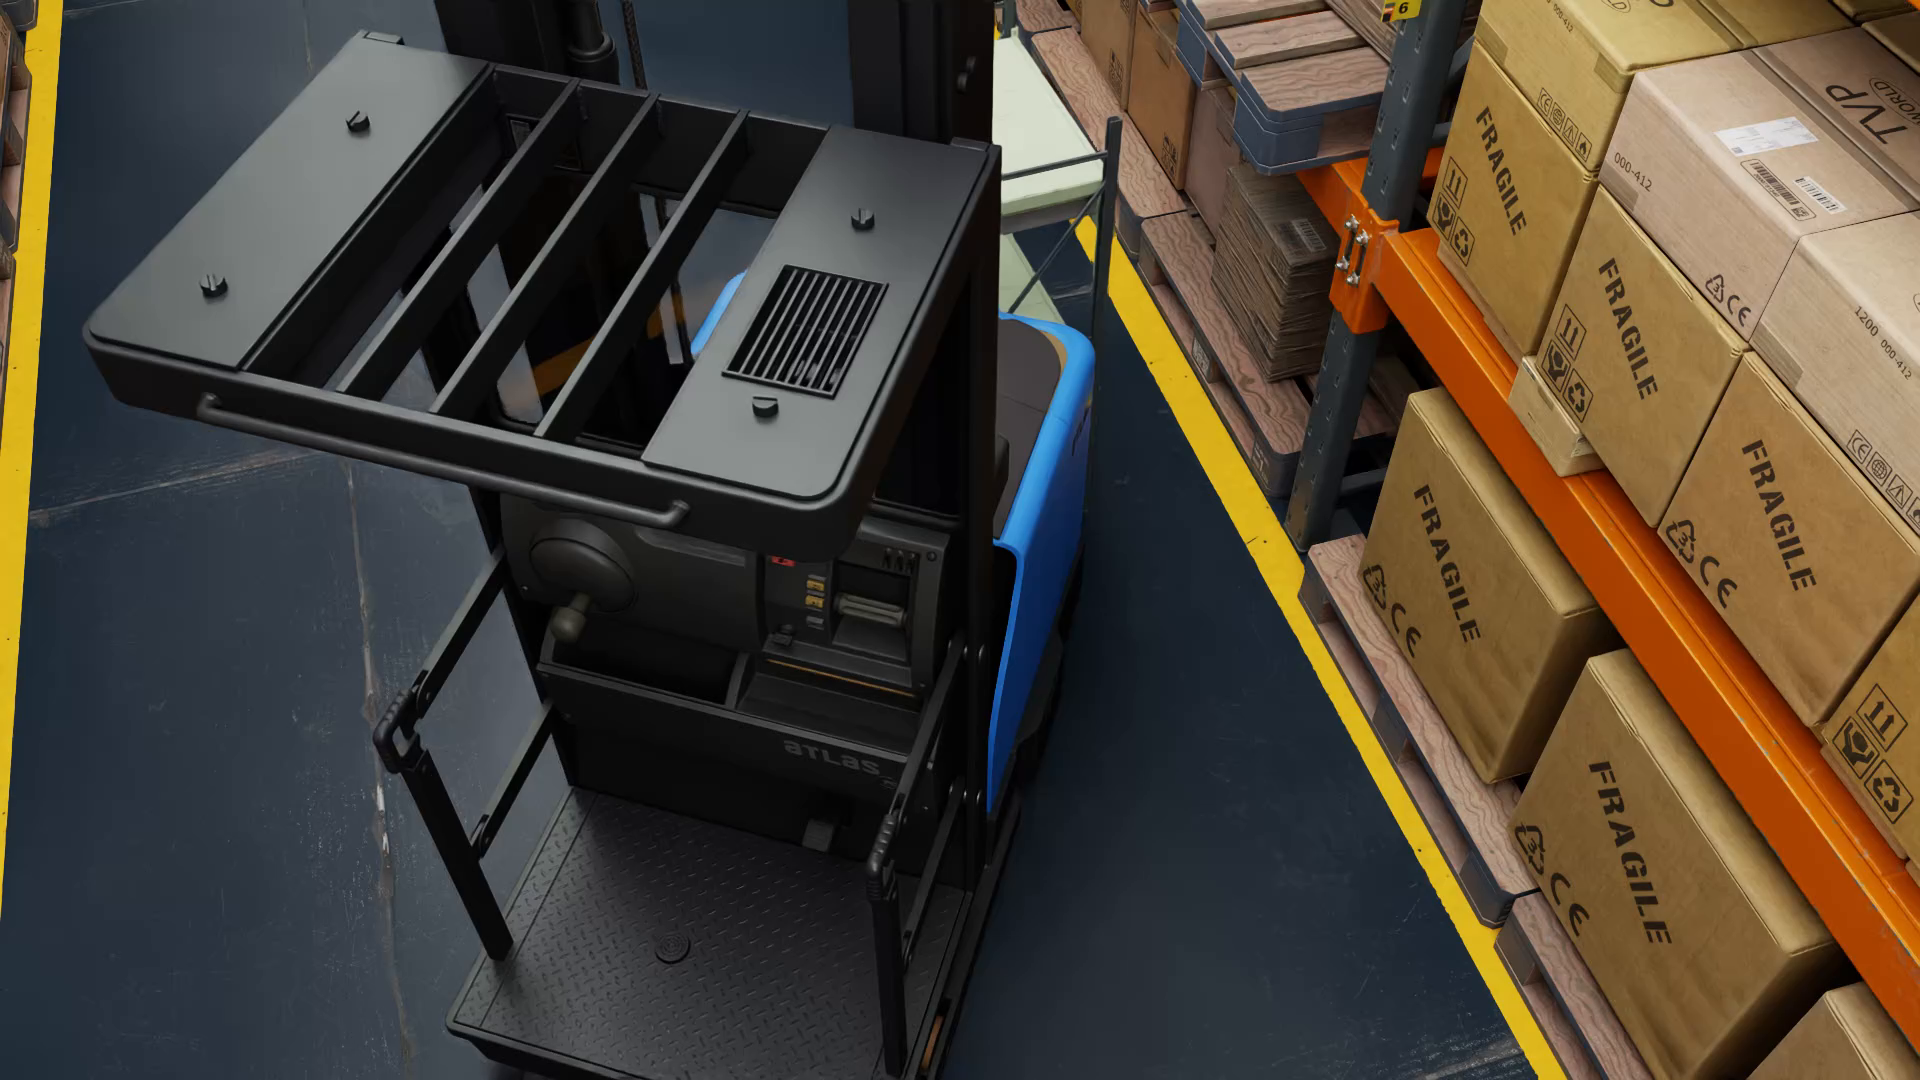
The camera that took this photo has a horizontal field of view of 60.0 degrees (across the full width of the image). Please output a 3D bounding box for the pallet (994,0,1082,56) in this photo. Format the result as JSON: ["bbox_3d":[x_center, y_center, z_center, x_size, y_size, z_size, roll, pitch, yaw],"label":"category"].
[{"bbox_3d":[0.571,-2.531,7.246,1.003,0.211,1.213,-13,51,-11],"label":"pallet"}]

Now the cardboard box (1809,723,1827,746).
[{"bbox_3d":[1.806,0.224,3.251,0.380,0.149,0.250,-13,51,-10],"label":"cardboard box"}]

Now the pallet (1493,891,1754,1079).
[{"bbox_3d":[2.041,1.304,4.013,1.003,0.211,1.213,-13,51,-11],"label":"pallet"}]

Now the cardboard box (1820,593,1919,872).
[{"bbox_3d":[1.875,0.327,2.740,0.500,0.500,0.500,-12,51,-10],"label":"cardboard box"}]

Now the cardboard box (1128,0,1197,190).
[{"bbox_3d":[1.045,-1.686,6.057,0.700,0.500,0.500,-14,51,-11],"label":"cardboard box"}]

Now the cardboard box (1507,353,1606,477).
[{"bbox_3d":[1.463,-0.311,3.701,0.380,0.149,0.250,-12,51,-10],"label":"cardboard box"}]

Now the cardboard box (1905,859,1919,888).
[{"bbox_3d":[1.934,0.602,2.932,0.380,0.149,0.250,-12,51,-10],"label":"cardboard box"}]

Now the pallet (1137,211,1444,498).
[{"bbox_3d":[1.293,-0.749,5.744,1.003,0.211,1.213,-13,51,-11],"label":"pallet"}]

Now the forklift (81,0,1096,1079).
[{"bbox_3d":[-0.542,0.177,3.184,1.130,2.935,3.031,13,51,11],"label":"forklift"}]

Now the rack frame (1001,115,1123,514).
[{"bbox_3d":[0.218,-0.529,4.715,0.400,1.500,0.023,-16,52,-13],"label":"rack frame"}]

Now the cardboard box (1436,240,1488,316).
[{"bbox_3d":[1.399,-0.710,4.038,0.380,0.149,0.250,-14,51,-12],"label":"cardboard box"}]

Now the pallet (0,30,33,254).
[{"bbox_3d":[-4.136,-1.448,6.332,1.003,0.211,1.213,-13,51,-11],"label":"pallet"}]

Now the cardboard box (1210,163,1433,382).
[{"bbox_3d":[1.260,-0.927,5.417,0.700,0.500,0.500,-13,51,-10],"label":"cardboard box"}]

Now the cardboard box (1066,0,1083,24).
[{"bbox_3d":[0.774,-2.435,6.688,0.700,0.500,0.500,-14,51,-12],"label":"cardboard box"}]

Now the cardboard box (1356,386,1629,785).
[{"bbox_3d":[1.615,0.047,4.380,0.750,0.750,0.750,-14,51,-11],"label":"cardboard box"}]

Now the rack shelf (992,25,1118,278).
[{"bbox_3d":[0.093,-1.043,4.638,0.431,0.370,0.720,-16,52,-13],"label":"rack shelf"}]

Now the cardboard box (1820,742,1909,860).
[{"bbox_3d":[1.863,0.408,3.095,0.380,0.149,0.250,-13,51,-11],"label":"cardboard box"}]

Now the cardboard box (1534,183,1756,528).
[{"bbox_3d":[1.568,-0.414,3.364,0.500,0.500,0.500,-12,51,-10],"label":"cardboard box"}]

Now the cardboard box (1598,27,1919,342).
[{"bbox_3d":[1.570,-0.671,3.090,0.500,0.250,0.500,-14,51,-11],"label":"cardboard box"}]

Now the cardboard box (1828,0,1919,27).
[{"bbox_3d":[1.904,-1.181,3.520,0.500,0.250,0.500,-12,51,-10],"label":"cardboard box"}]

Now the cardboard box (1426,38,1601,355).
[{"bbox_3d":[1.422,-0.799,3.689,0.500,0.500,0.500,-12,51,-10],"label":"cardboard box"}]

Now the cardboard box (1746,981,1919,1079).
[{"bbox_3d":[2.123,1.308,3.317,0.750,0.750,0.750,-12,51,-10],"label":"cardboard box"}]

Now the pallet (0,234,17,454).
[{"bbox_3d":[-3.772,-0.555,5.580,1.003,0.211,1.213,-13,51,-11],"label":"pallet"}]

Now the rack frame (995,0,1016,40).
[{"bbox_3d":[-0.033,-1.055,5.158,0.400,1.500,0.023,-16,52,-13],"label":"rack frame"}]

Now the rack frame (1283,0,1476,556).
[{"bbox_3d":[1.523,-1.077,4.196,1.000,3.000,0.127,-13,51,-11],"label":"rack frame"}]

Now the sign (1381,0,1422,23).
[{"bbox_3d":[1.007,-1.295,3.674,0.100,0.325,0.005,-13,51,-11],"label":"sign"}]

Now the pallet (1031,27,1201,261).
[{"bbox_3d":[0.936,-1.639,6.494,1.003,0.211,1.213,-13,51,-11],"label":"pallet"}]

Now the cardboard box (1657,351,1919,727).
[{"bbox_3d":[1.713,-0.052,3.059,0.500,0.500,0.500,-14,51,-11],"label":"cardboard box"}]

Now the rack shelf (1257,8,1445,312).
[{"bbox_3d":[0.931,-2.306,5.703,1.077,0.370,4.000,-13,51,-11],"label":"rack shelf"}]

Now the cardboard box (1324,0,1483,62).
[{"bbox_3d":[1.374,-1.592,4.277,0.700,0.500,0.500,-19,52,-15],"label":"cardboard box"}]

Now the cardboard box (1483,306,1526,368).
[{"bbox_3d":[1.465,-0.524,3.881,0.380,0.149,0.250,-13,51,-10],"label":"cardboard box"}]

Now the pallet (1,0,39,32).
[{"bbox_3d":[-4.587,-2.567,7.276,1.003,0.211,1.213,-13,51,-11],"label":"pallet"}]

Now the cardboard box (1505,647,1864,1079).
[{"bbox_3d":[1.868,0.688,3.839,0.750,0.750,0.750,-14,51,-11],"label":"cardboard box"}]

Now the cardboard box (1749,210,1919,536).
[{"bbox_3d":[1.722,-0.307,2.783,0.500,0.250,0.500,-13,51,-11],"label":"cardboard box"}]

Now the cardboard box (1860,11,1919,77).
[{"bbox_3d":[2.054,-0.802,3.200,0.500,0.250,0.500,-15,51,-12],"label":"cardboard box"}]

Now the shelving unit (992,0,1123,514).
[{"bbox_3d":[0.093,-0.792,4.936,0.431,1.500,0.755,-16,52,-13],"label":"shelving unit"}]

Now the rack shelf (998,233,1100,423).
[{"bbox_3d":[0.093,-0.582,5.186,0.431,0.370,0.720,-16,52,-13],"label":"rack shelf"}]

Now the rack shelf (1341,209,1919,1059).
[{"bbox_3d":[2.114,0.616,3.240,1.077,0.370,4.000,-13,51,-11],"label":"rack shelf"}]

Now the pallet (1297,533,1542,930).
[{"bbox_3d":[1.684,0.415,4.762,1.003,0.211,1.213,-13,51,-11],"label":"pallet"}]

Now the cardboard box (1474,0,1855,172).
[{"bbox_3d":[1.419,-1.042,3.403,0.500,0.250,0.500,-12,51,-10],"label":"cardboard box"}]

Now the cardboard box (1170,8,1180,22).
[{"bbox_3d":[0.994,-1.974,5.809,0.500,0.250,0.500,-14,51,-11],"label":"cardboard box"}]

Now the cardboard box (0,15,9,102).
[{"bbox_3d":[-3.992,-1.888,6.403,0.500,0.250,0.500,-14,51,-11],"label":"cardboard box"}]

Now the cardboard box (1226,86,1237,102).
[{"bbox_3d":[1.151,-1.599,5.493,0.500,0.250,0.500,-12,51,-10],"label":"cardboard box"}]

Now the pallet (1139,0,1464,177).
[{"bbox_3d":[1.210,-1.512,4.688,1.213,0.211,1.003,-13,51,-11],"label":"pallet"}]

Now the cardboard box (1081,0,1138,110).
[{"bbox_3d":[0.886,-2.053,6.366,0.700,0.500,0.500,-13,51,-11],"label":"cardboard box"}]

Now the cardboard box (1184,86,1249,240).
[{"bbox_3d":[1.219,-1.330,5.756,0.700,0.500,0.500,-13,51,-11],"label":"cardboard box"}]

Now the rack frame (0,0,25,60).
[{"bbox_3d":[-4.391,-2.876,5.712,1.000,3.000,0.127,-13,51,-11],"label":"rack frame"}]
